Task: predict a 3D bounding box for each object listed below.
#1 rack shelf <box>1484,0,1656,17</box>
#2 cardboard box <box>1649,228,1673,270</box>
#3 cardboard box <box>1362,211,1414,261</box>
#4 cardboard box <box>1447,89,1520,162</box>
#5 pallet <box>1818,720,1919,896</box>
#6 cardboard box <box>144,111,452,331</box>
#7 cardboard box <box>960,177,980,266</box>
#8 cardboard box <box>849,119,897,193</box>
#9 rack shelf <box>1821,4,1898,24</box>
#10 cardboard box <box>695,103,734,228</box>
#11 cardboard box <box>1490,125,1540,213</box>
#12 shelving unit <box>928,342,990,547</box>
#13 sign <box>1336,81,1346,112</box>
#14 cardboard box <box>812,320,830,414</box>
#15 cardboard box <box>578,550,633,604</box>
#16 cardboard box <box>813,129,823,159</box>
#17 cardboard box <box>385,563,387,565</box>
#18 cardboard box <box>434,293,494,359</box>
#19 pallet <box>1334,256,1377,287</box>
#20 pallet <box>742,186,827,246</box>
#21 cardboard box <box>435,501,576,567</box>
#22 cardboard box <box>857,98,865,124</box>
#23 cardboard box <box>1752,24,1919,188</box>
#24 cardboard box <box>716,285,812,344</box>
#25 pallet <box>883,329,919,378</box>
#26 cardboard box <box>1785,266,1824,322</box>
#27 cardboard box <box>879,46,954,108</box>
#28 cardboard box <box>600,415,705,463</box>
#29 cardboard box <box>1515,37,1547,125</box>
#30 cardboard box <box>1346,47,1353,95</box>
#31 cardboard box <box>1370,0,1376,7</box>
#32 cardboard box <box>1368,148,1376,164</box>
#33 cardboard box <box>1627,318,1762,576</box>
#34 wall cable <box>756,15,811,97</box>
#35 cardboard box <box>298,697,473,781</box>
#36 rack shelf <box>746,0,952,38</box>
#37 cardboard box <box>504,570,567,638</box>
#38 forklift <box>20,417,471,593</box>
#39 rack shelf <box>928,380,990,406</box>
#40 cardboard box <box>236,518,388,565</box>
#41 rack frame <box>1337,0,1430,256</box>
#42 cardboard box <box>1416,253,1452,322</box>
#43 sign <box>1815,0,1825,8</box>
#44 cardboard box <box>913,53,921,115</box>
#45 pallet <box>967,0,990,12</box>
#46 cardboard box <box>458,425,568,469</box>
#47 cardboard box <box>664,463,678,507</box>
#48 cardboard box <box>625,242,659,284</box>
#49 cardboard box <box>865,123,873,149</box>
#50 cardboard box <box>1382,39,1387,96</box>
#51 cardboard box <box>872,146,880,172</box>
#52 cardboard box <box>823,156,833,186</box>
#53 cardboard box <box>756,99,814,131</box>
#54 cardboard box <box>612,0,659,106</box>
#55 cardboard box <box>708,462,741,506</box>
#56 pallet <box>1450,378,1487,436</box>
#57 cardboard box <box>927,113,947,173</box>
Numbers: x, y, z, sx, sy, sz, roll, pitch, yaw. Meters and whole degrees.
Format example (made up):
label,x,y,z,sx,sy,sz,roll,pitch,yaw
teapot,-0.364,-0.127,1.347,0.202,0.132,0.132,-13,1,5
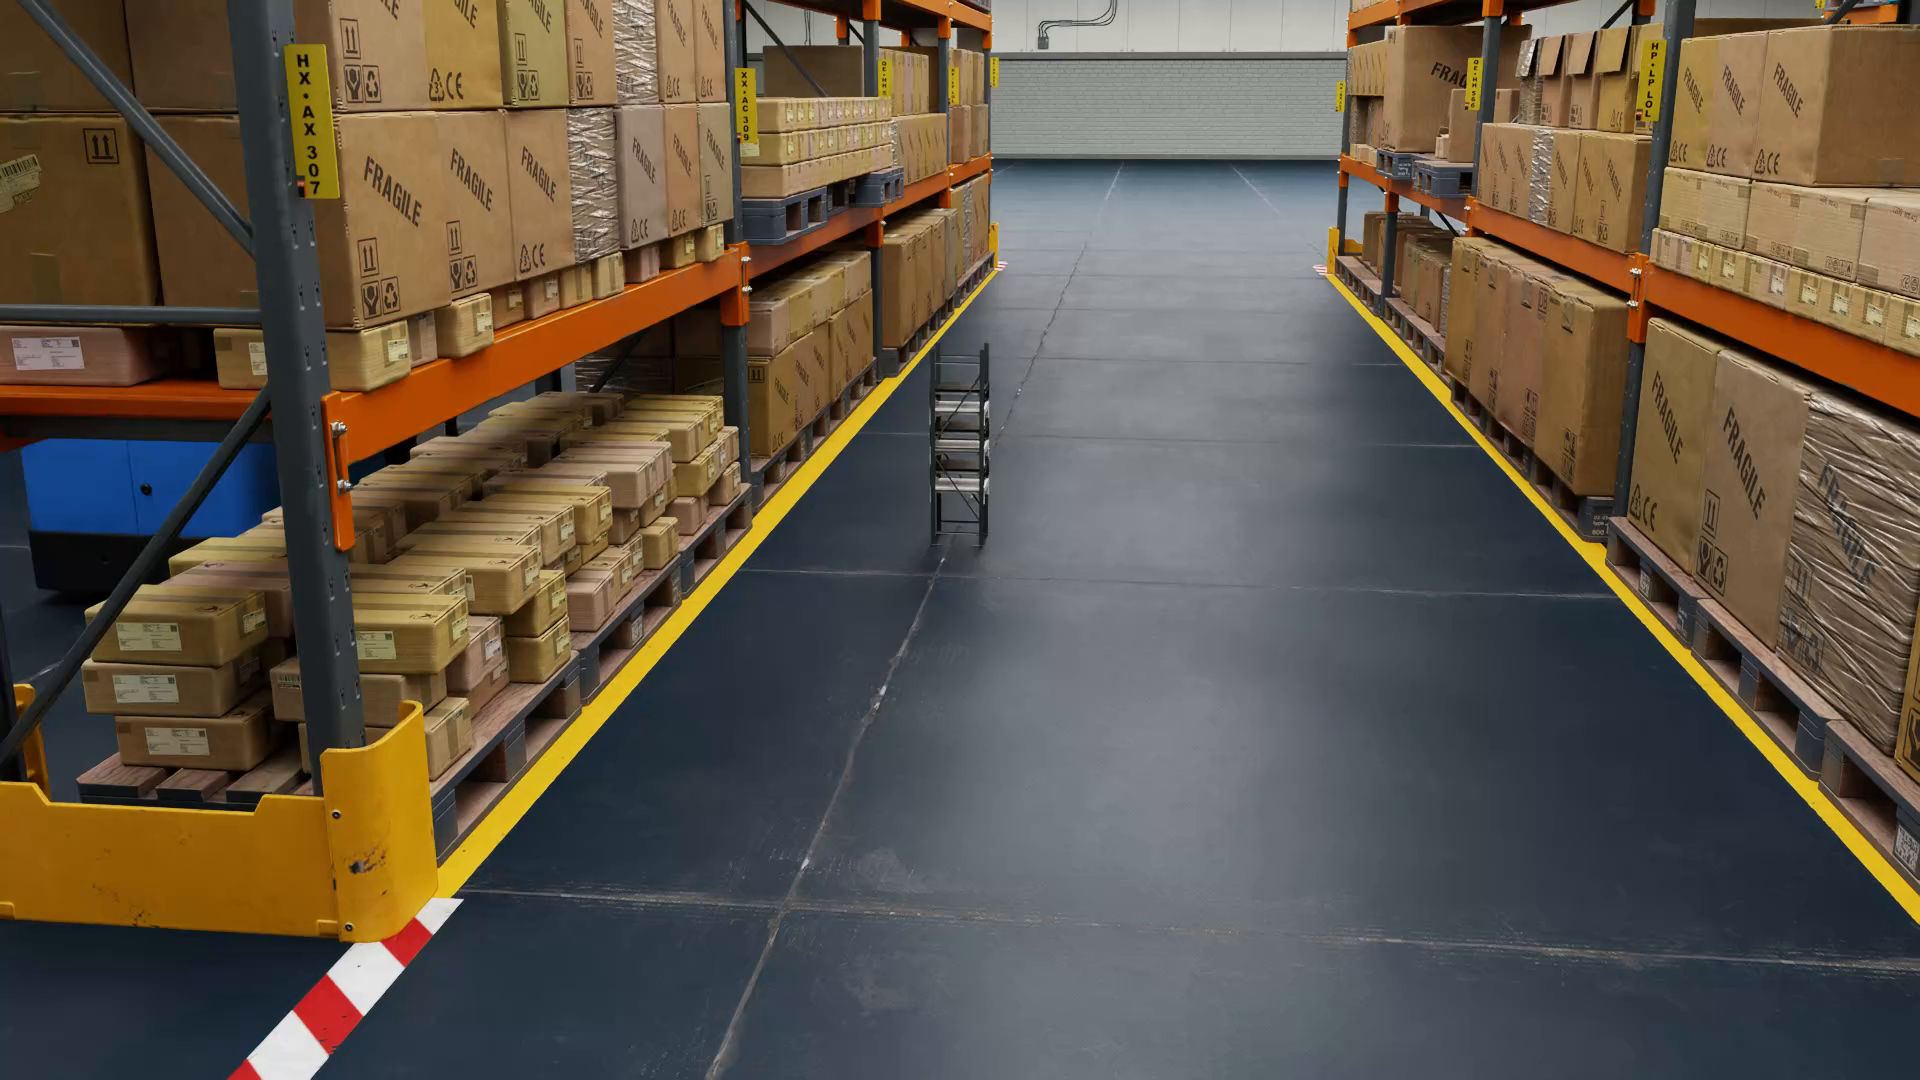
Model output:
label,x,y,z,sx,sy,sz,roll,pitch,yaw
rack shelf,3.639,-2.993,8.617,1.077,0.370,4.000,2,15,6
cardboard box,3.049,-1.186,6.782,0.380,0.149,0.250,2,15,6
cardboard box,4.680,-3.321,18.181,0.500,0.500,0.500,5,16,17
cardboard box,3.849,-2.951,11.834,0.700,0.500,0.500,4,16,15
pallet,2.974,0.800,4.299,1.003,0.211,1.213,2,15,6
cardboard box,-1.630,-0.809,4.146,0.500,0.500,0.500,2,15,9
cardboard box,-0.258,-3.429,17.864,0.875,0.875,0.875,1,15,5
cardboard box,-0.734,-2.740,11.858,0.500,0.500,0.500,2,15,7
rack shelf,9.463,-4.922,15.751,1.077,0.370,4.000,2,15,6
cardboard box,-1.278,-1.604,7.087,0.500,0.500,0.500,2,15,6
cardboard box,3.483,-2.208,9.889,0.500,0.500,0.500,1,15,5
shelving unit,-0.001,-0.432,7.537,0.258,0.900,0.210,2,15,6
sign,4.228,-4.920,18.452,0.100,0.325,0.005,2,15,6
cardboard box,-1.053,-1.000,9.597,0.500,0.500,0.500,2,15,7
cardboard box,-1.417,0.137,6.067,0.380,0.149,0.250,2,15,6
cardboard box,-0.918,-2.062,8.646,0.380,0.149,0.250,1,15,4
cardboard box,-1.990,0.174,5.358,0.380,0.149,0.250,2,15,6
cardboard box,-1.522,-0.597,4.606,0.380,0.149,0.250,1,15,5
pallet,4.632,-2.911,18.022,1.003,0.211,1.213,2,15,6
pallet,-1.273,-1.648,8.376,1.003,0.211,1.213,2,15,6
cardboard box,-1.505,-0.023,5.519,0.380,0.149,0.250,2,15,8
cardboard box,-0.772,-2.547,9.872,0.380,0.149,0.250,2,15,6
cardboard box,2.988,-1.428,5.477,0.500,0.500,0.500,1,15,4
cardboard box,-1.100,-1.226,8.998,0.500,0.250,0.500,2,15,8
pallet,-0.889,-1.440,12.582,1.003,0.211,1.213,2,15,6
cardboard box,2.875,-0.781,5.286,0.380,0.149,0.250,1,15,5
cardboard box,-0.525,-4.309,15.497,0.875,0.550,0.550,2,15,6
cardboard box,-1.296,-0.428,7.015,0.380,0.149,0.250,2,15,6
cardboard box,3.766,-2.755,9.990,0.797,0.503,0.637,2,15,8
cardboard box,4.434,-5.026,17.826,0.500,0.500,0.500,2,15,6
cardboard box,4.290,-5.347,16.231,0.500,0.250,0.500,2,15,8
cardboard box,4.232,-3.781,16.378,0.380,0.149,0.250,2,15,6
cardboard box,3.259,-0.382,6.595,0.875,0.875,0.875,2,15,6
wall cable,-5.955,-14.672,50.632,3.097,2.526,0.112,2,15,6
cardboard box,-1.578,0.538,4.582,0.380,0.149,0.250,2,15,7
rack shelf,-0.827,-4.203,13.091,1.077,0.370,4.000,2,15,6
cardboard box,-1.478,0.194,5.285,0.380,0.149,0.250,2,15,8
forklift,-3.015,-1.522,7.674,1.130,2.935,3.031,2,15,8
rack shelf,-0.001,-0.661,7.475,0.258,0.077,0.200,2,15,6
cardboard box,-2.067,0.033,5.310,0.380,0.149,0.250,1,15,4
rack frame,4.767,-4.486,18.506,1.000,3.000,0.127,2,15,6
cardboard box,4.090,-2.028,13.360,0.700,0.500,0.500,0,15,1
sign,9.142,-5.810,17.638,0.100,0.325,0.005,2,15,6
cardboard box,-0.707,-3.890,14.193,0.700,0.500,0.500,1,15,5
pallet,-0.223,-5.871,18.051,1.003,0.211,1.213,2,15,6
cardboard box,-1.825,-0.372,6.807,0.380,0.149,0.250,1,15,5
cardboard box,-1.380,-0.223,6.826,0.380,0.149,0.250,2,15,7
cardboard box,-1.368,-1.069,6.350,0.380,0.149,0.250,1,15,4
cardboard box,-0.740,-2.465,10.137,0.380,0.149,0.250,2,15,6
cardboard box,4.093,-4.248,14.949,0.500,0.500,0.500,2,15,6
cardboard box,-0.710,-2.393,10.440,0.380,0.149,0.250,2,15,7
cardboard box,-0.887,-1.984,8.930,0.380,0.149,0.250,1,15,4
cardboard box,-0.946,-2.142,8.375,0.380,0.149,0.250,2,15,7
cardboard box,-1.413,-1.824,5.985,0.500,0.500,0.500,2,15,8
cardboard box,-1.210,-0.261,7.538,0.380,0.149,0.250,2,15,7
pallet,3.700,-0.863,10.449,1.003,0.211,1.213,2,15,6
cardboard box,-0.395,-3.526,14.764,0.500,0.500,0.500,2,15,6
